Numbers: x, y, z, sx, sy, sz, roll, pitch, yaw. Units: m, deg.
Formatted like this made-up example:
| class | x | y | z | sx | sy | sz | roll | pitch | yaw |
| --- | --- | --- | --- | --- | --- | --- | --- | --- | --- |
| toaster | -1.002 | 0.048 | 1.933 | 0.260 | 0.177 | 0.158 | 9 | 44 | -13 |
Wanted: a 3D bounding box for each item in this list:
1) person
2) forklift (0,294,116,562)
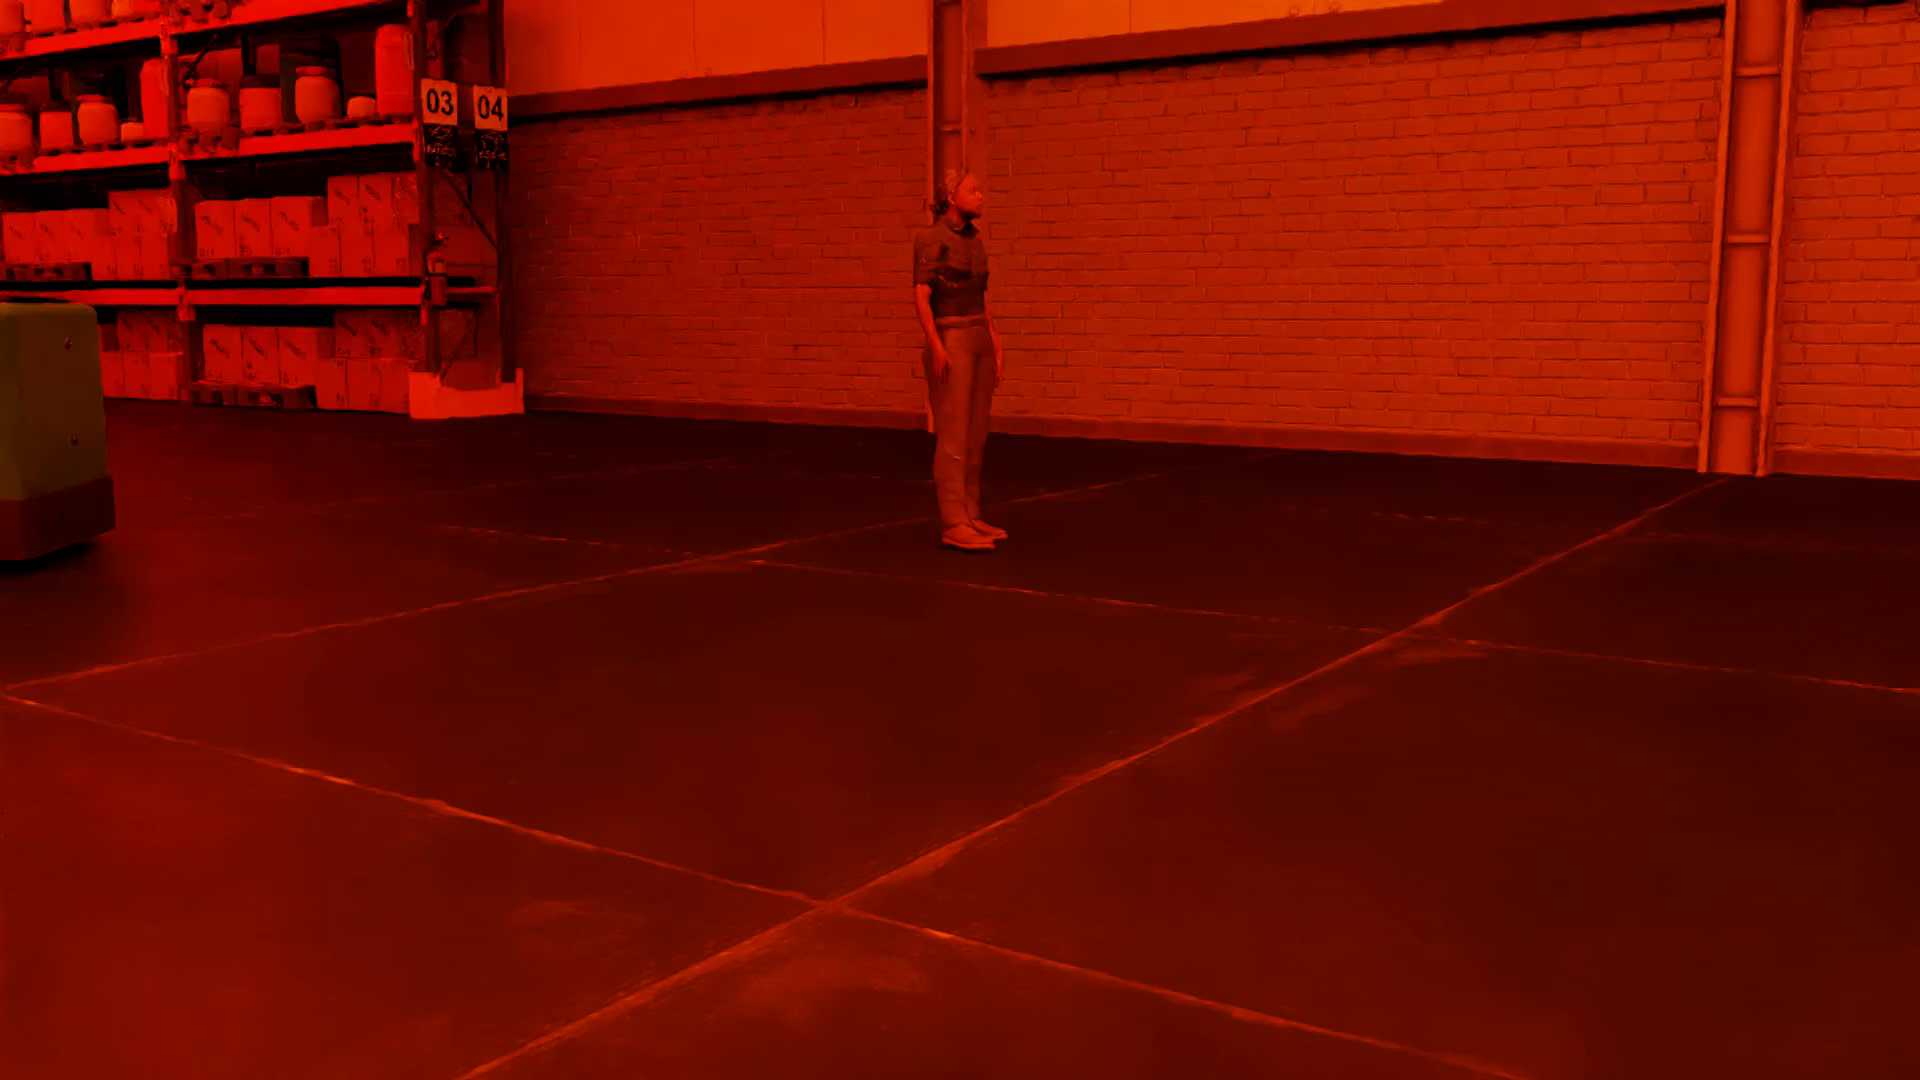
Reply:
| class | x | y | z | sx | sy | sz | roll | pitch | yaw |
| --- | --- | --- | --- | --- | --- | --- | --- | --- | --- |
| person | 0.062 | -0.811 | 7.422 | 0.503 | 1.642 | 0.570 | 5 | 10 | 34 |
| forklift | -5.225 | -1.342 | 6.630 | 3.031 | 2.935 | 1.130 | -1 | 8 | -8 |
